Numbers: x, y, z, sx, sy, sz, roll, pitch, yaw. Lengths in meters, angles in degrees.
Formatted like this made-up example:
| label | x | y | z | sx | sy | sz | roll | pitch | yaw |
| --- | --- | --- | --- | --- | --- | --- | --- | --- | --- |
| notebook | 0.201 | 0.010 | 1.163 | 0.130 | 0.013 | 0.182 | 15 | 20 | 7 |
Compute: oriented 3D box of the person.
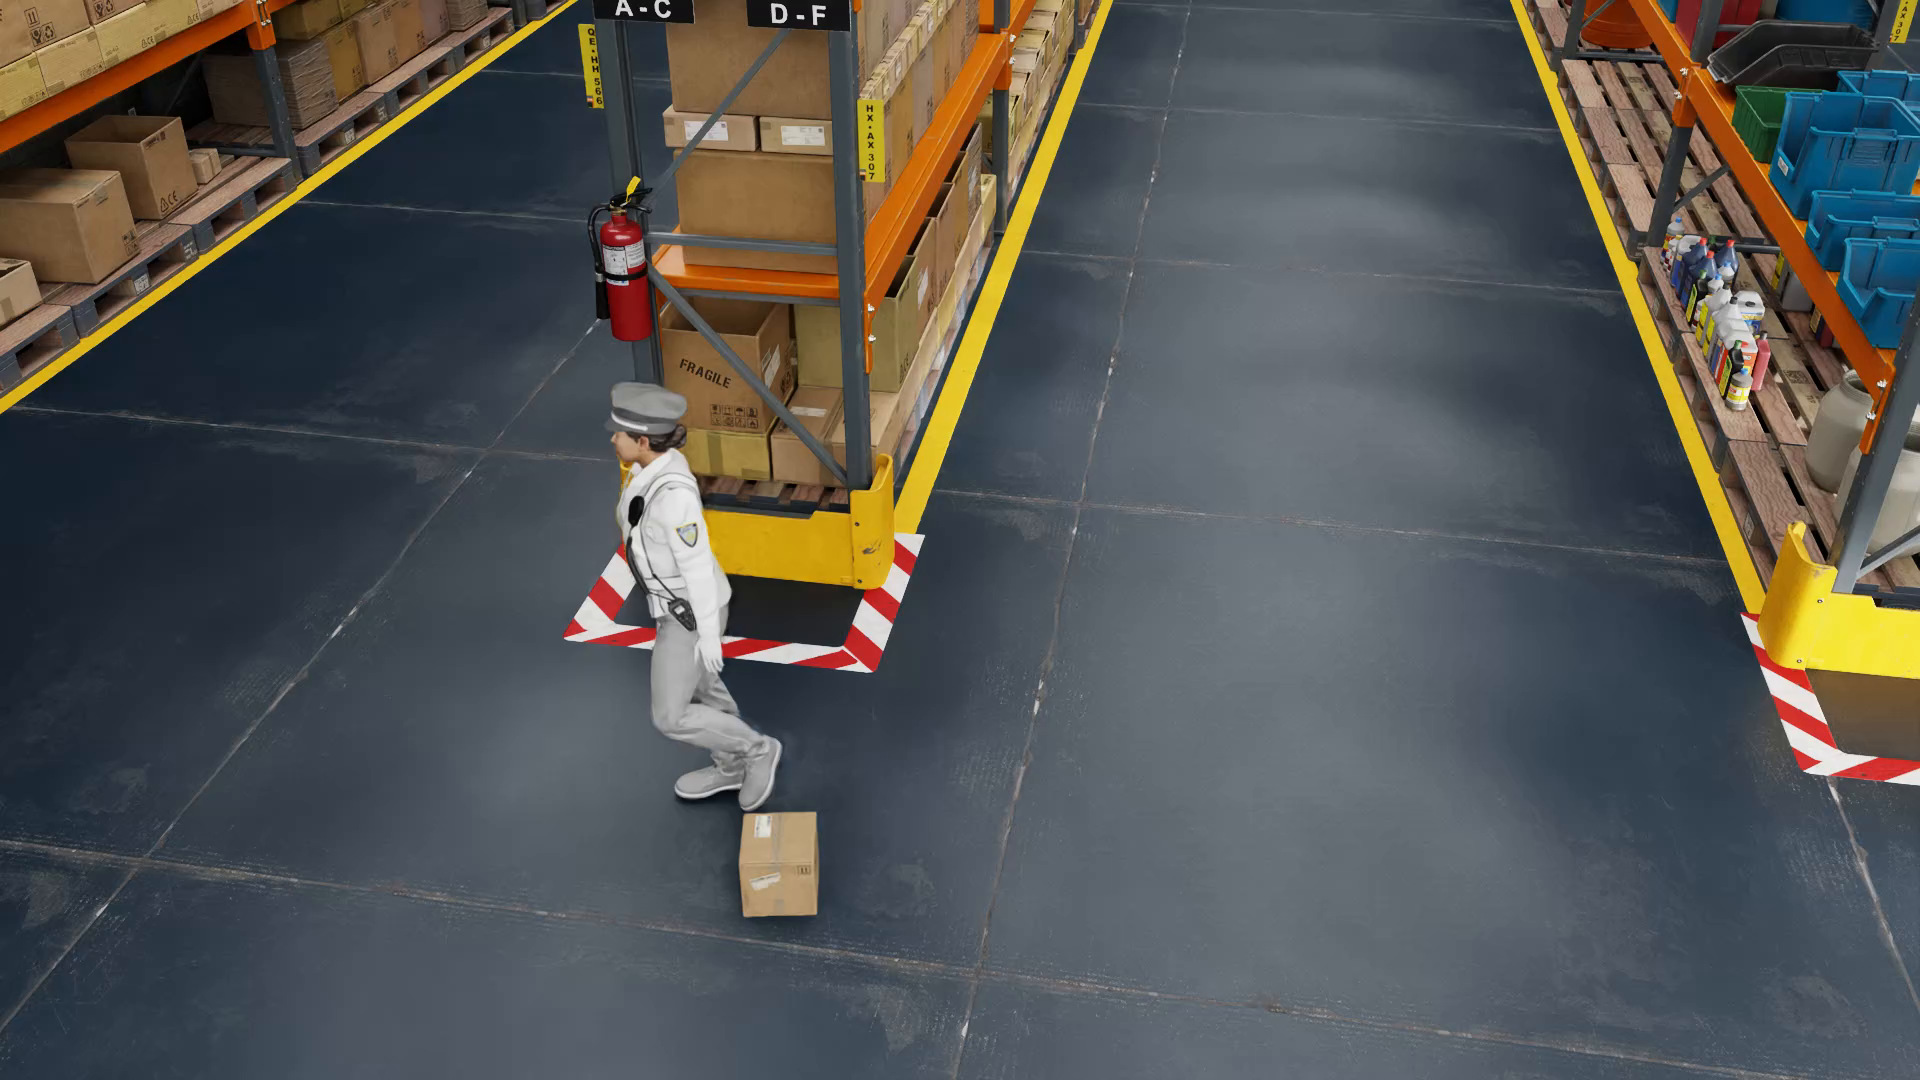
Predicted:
| label | x | y | z | sx | sy | sz | roll | pitch | yaw |
| --- | --- | --- | --- | --- | --- | --- | --- | --- | --- |
| person | -0.904 | 0.222 | 5.762 | 0.479 | 1.672 | 0.532 | -9 | 34 | -14 |
